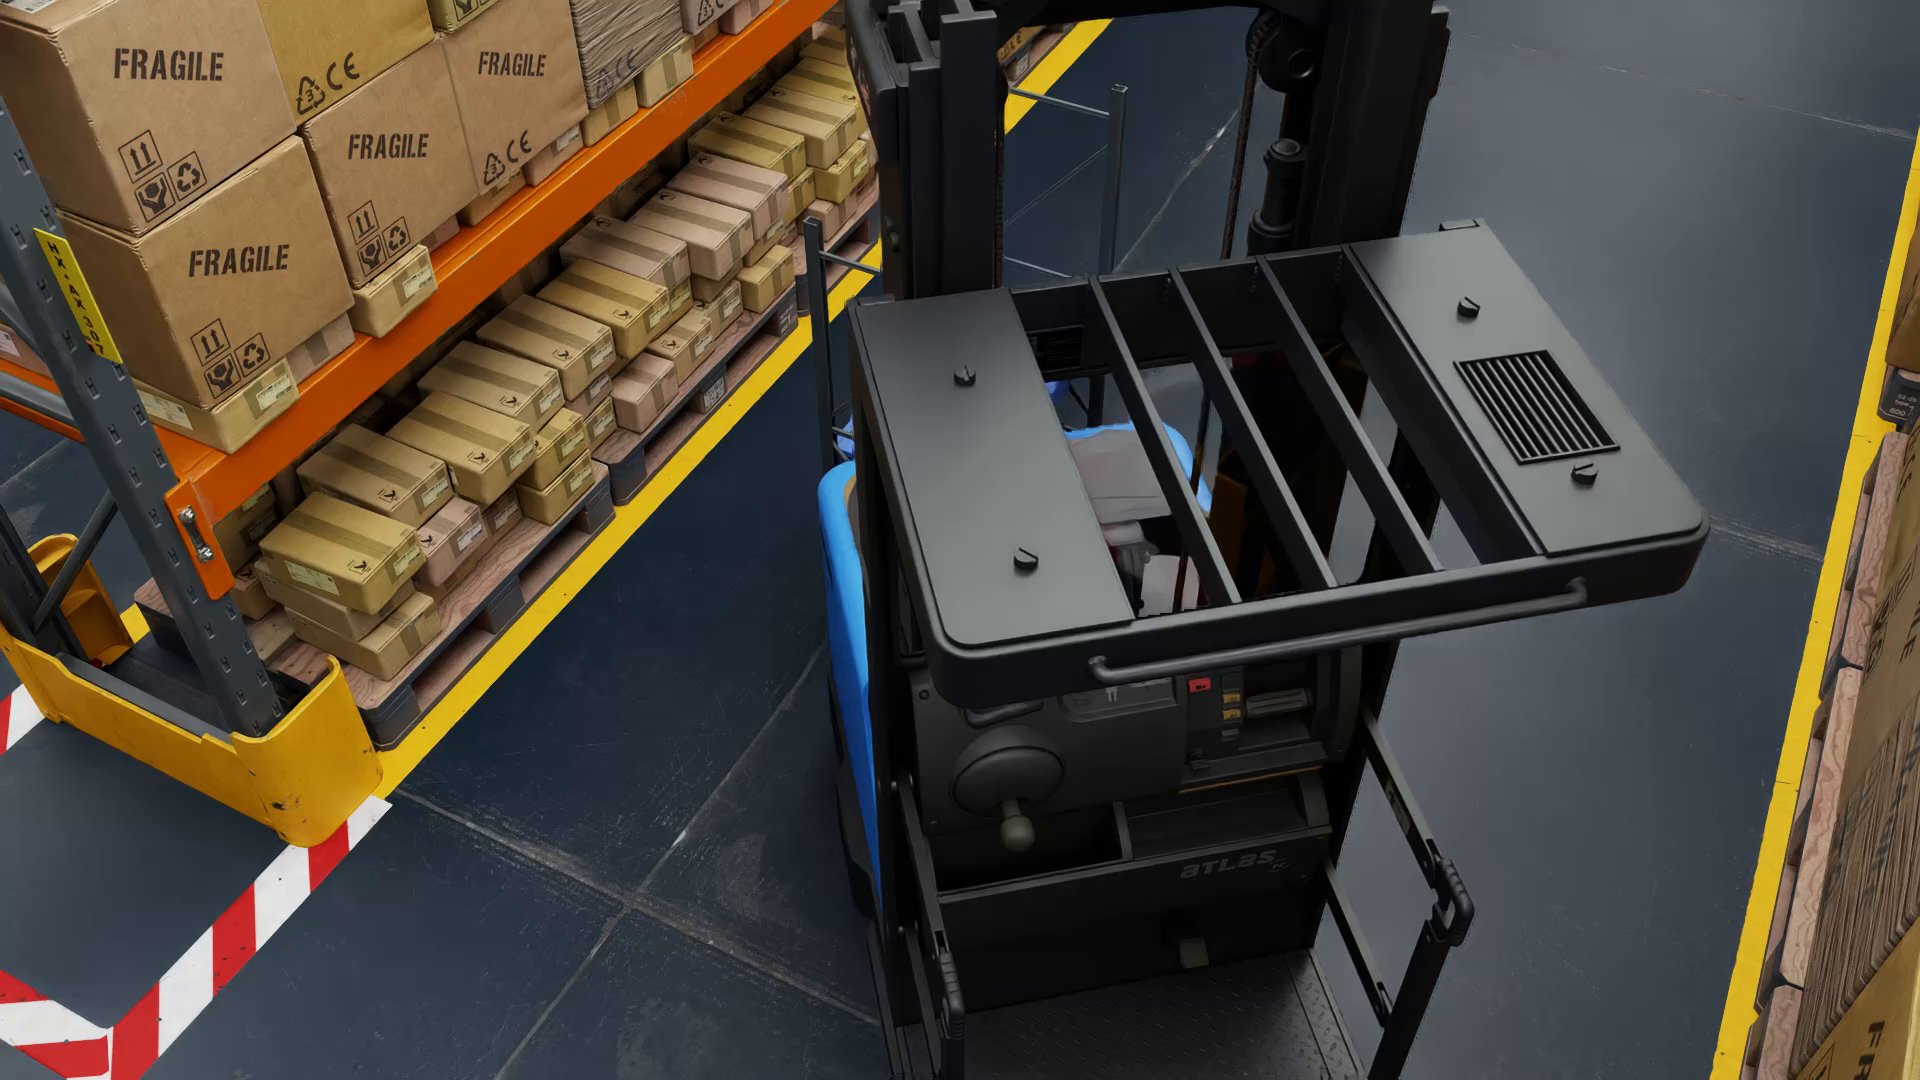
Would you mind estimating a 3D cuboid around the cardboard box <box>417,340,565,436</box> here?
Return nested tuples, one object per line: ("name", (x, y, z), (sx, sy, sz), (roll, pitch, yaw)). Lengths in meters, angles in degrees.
("cardboard box", (-1.521, -0.477, 5.403), (0.380, 0.149, 0.250), (18, 48, 17))

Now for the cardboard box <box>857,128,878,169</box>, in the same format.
("cardboard box", (-0.481, -1.683, 6.804), (0.380, 0.149, 0.250), (18, 48, 17))

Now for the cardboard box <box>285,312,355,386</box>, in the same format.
("cardboard box", (-1.837, -0.572, 4.383), (0.380, 0.149, 0.250), (22, 49, 20))

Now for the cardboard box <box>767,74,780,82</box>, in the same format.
("cardboard box", (-0.954, -2.038, 7.155), (0.380, 0.149, 0.250), (23, 50, 21))

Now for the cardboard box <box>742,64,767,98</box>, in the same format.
("cardboard box", (-1.026, -1.963, 6.872), (0.380, 0.149, 0.250), (23, 50, 21))

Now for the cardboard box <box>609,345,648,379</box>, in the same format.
("cardboard box", (-1.332, -0.732, 5.865), (0.380, 0.149, 0.250), (23, 50, 21))

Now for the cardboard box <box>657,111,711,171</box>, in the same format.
("cardboard box", (-1.200, -1.615, 6.528), (0.380, 0.149, 0.250), (19, 48, 18))

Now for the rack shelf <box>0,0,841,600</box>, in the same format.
("rack shelf", (-1.430, -1.398, 5.528), (1.077, 0.370, 4.000), (20, 49, 19))

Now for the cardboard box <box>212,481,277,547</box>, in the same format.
("cardboard box", (-2.338, -0.163, 5.093), (0.380, 0.149, 0.250), (21, 49, 19))

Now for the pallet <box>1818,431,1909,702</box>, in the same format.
("pallet", (3.422, 0.224, 5.380), (1.003, 0.211, 1.213), (20, 49, 19))

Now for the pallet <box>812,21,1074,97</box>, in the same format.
("pallet", (-0.142, -2.422, 7.995), (1.003, 0.211, 1.213), (20, 49, 19))

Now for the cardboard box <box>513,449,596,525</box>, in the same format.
("cardboard box", (-1.458, -0.236, 5.584), (0.380, 0.149, 0.250), (21, 49, 20))

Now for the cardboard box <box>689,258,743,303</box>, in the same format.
("cardboard box", (-1.037, -1.054, 6.182), (0.380, 0.149, 0.250), (18, 48, 17))

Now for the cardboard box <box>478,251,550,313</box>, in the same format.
("cardboard box", (-1.690, -0.966, 5.887), (0.380, 0.149, 0.250), (19, 48, 18))

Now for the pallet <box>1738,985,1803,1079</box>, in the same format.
("pallet", (2.289, 1.761, 3.861), (1.003, 0.211, 1.213), (20, 49, 19))

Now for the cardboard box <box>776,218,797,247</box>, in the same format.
("cardboard box", (-0.872, -1.247, 6.583), (0.380, 0.149, 0.250), (19, 48, 18))

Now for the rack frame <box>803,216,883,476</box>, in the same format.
("rack frame", (-0.196, -0.261, 4.953), (0.500, 1.500, 0.032), (20, 49, 19))

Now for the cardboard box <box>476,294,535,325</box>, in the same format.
("cardboard box", (-1.763, -0.881, 6.012), (0.380, 0.149, 0.250), (23, 50, 21))

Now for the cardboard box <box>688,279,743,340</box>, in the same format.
("cardboard box", (-1.043, -0.903, 6.242), (0.380, 0.149, 0.250), (21, 49, 20))

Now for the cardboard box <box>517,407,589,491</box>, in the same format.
("cardboard box", (-1.461, -0.349, 5.486), (0.380, 0.149, 0.250), (22, 49, 20))

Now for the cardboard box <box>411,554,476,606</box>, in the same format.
("cardboard box", (-1.783, 0.047, 5.303), (0.380, 0.149, 0.250), (20, 49, 19))

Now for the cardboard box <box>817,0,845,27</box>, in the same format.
("cardboard box", (-0.382, -2.729, 7.801), (0.500, 0.500, 0.500), (20, 49, 18))

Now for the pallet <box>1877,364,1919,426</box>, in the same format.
("pallet", (4.136, -0.740, 6.333), (1.003, 0.211, 1.213), (20, 49, 19))

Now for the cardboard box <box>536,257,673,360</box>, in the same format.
("cardboard box", (-1.221, -0.799, 5.722), (0.380, 0.149, 0.250), (21, 49, 20))

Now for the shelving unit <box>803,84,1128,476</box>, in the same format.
("shelving unit", (0.040, -0.581, 5.270), (0.538, 1.500, 1.048), (20, 49, 19))

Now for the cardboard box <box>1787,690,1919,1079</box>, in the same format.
("cardboard box", (2.636, 0.907, 3.943), (0.875, 0.875, 0.875), (20, 49, 19))

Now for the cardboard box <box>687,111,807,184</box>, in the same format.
("cardboard box", (-0.819, -1.484, 6.399), (0.380, 0.149, 0.250), (22, 49, 20))

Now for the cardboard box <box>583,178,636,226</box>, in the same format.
("cardboard box", (-1.444, -1.283, 6.200), (0.380, 0.149, 0.250), (19, 48, 17))

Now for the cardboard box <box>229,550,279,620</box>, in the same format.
("cardboard box", (-2.299, 0.063, 5.288), (0.380, 0.149, 0.250), (21, 49, 20))

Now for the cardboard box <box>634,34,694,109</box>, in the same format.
("cardboard box", (-1.089, -1.557, 5.356), (0.380, 0.149, 0.250), (21, 49, 20))

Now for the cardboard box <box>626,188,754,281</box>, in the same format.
("cardboard box", (-0.977, -1.109, 6.028), (0.380, 0.149, 0.250), (19, 48, 18))

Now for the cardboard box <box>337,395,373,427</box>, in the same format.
("cardboard box", (-2.162, -0.507, 5.433), (0.380, 0.149, 0.250), (19, 48, 18))

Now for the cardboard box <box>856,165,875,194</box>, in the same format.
("cardboard box", (-0.577, -1.561, 6.893), (0.380, 0.149, 0.250), (22, 49, 20))

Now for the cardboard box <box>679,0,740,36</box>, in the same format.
("cardboard box", (-0.951, -2.013, 5.351), (0.500, 0.500, 0.500), (20, 49, 19))

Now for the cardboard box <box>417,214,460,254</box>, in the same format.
("cardboard box", (-1.665, -0.933, 4.740), (0.380, 0.149, 0.250), (23, 50, 21))

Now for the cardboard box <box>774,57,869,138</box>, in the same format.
("cardboard box", (-0.520, -1.781, 6.692), (0.380, 0.149, 0.250), (21, 49, 20))

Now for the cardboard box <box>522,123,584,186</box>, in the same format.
("cardboard box", (-1.378, -1.242, 5.045), (0.380, 0.149, 0.250), (20, 49, 18))

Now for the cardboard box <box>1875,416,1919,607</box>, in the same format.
("cardboard box", (3.467, -0.221, 5.058), (0.875, 0.875, 0.875), (20, 49, 19))

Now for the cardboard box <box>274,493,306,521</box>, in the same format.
("cardboard box", (-2.198, -0.215, 5.353), (0.380, 0.149, 0.250), (19, 48, 18))

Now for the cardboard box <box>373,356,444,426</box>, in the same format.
("cardboard box", (-1.911, -0.531, 5.666), (0.380, 0.149, 0.250), (20, 49, 19))

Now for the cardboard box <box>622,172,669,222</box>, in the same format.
("cardboard box", (-1.349, -1.349, 6.474), (0.380, 0.149, 0.250), (23, 50, 21))

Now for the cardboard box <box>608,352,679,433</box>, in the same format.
("cardboard box", (-1.232, -0.557, 5.900), (0.380, 0.149, 0.250), (18, 48, 17))

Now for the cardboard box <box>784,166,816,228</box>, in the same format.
("cardboard box", (-0.793, -1.383, 6.508), (0.380, 0.149, 0.250), (21, 49, 19))

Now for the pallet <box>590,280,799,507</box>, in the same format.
("pallet", (-1.348, -0.724, 6.317), (1.003, 0.211, 1.213), (20, 49, 19))

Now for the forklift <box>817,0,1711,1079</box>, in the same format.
("forklift", (0.412, 0.475, 3.220), (1.130, 2.935, 3.031), (-9, 46, -8))

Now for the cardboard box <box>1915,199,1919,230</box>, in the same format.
("cardboard box", (4.538, -1.583, 6.404), (1.225, 0.875, 0.875), (19, 48, 18))

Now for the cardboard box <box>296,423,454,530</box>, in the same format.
("cardboard box", (-1.793, -0.177, 5.107), (0.380, 0.149, 0.250), (21, 49, 20))

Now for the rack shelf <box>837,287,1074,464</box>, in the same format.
("rack shelf", (0.040, -0.455, 5.398), (0.538, 0.185, 1.000), (20, 49, 19))

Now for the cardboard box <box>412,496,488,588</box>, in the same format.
("cardboard box", (-1.711, -0.040, 5.181), (0.380, 0.149, 0.250), (20, 49, 19))

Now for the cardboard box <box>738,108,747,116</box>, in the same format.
("cardboard box", (-1.073, -1.684, 6.805), (0.380, 0.149, 0.250), (20, 49, 19))
